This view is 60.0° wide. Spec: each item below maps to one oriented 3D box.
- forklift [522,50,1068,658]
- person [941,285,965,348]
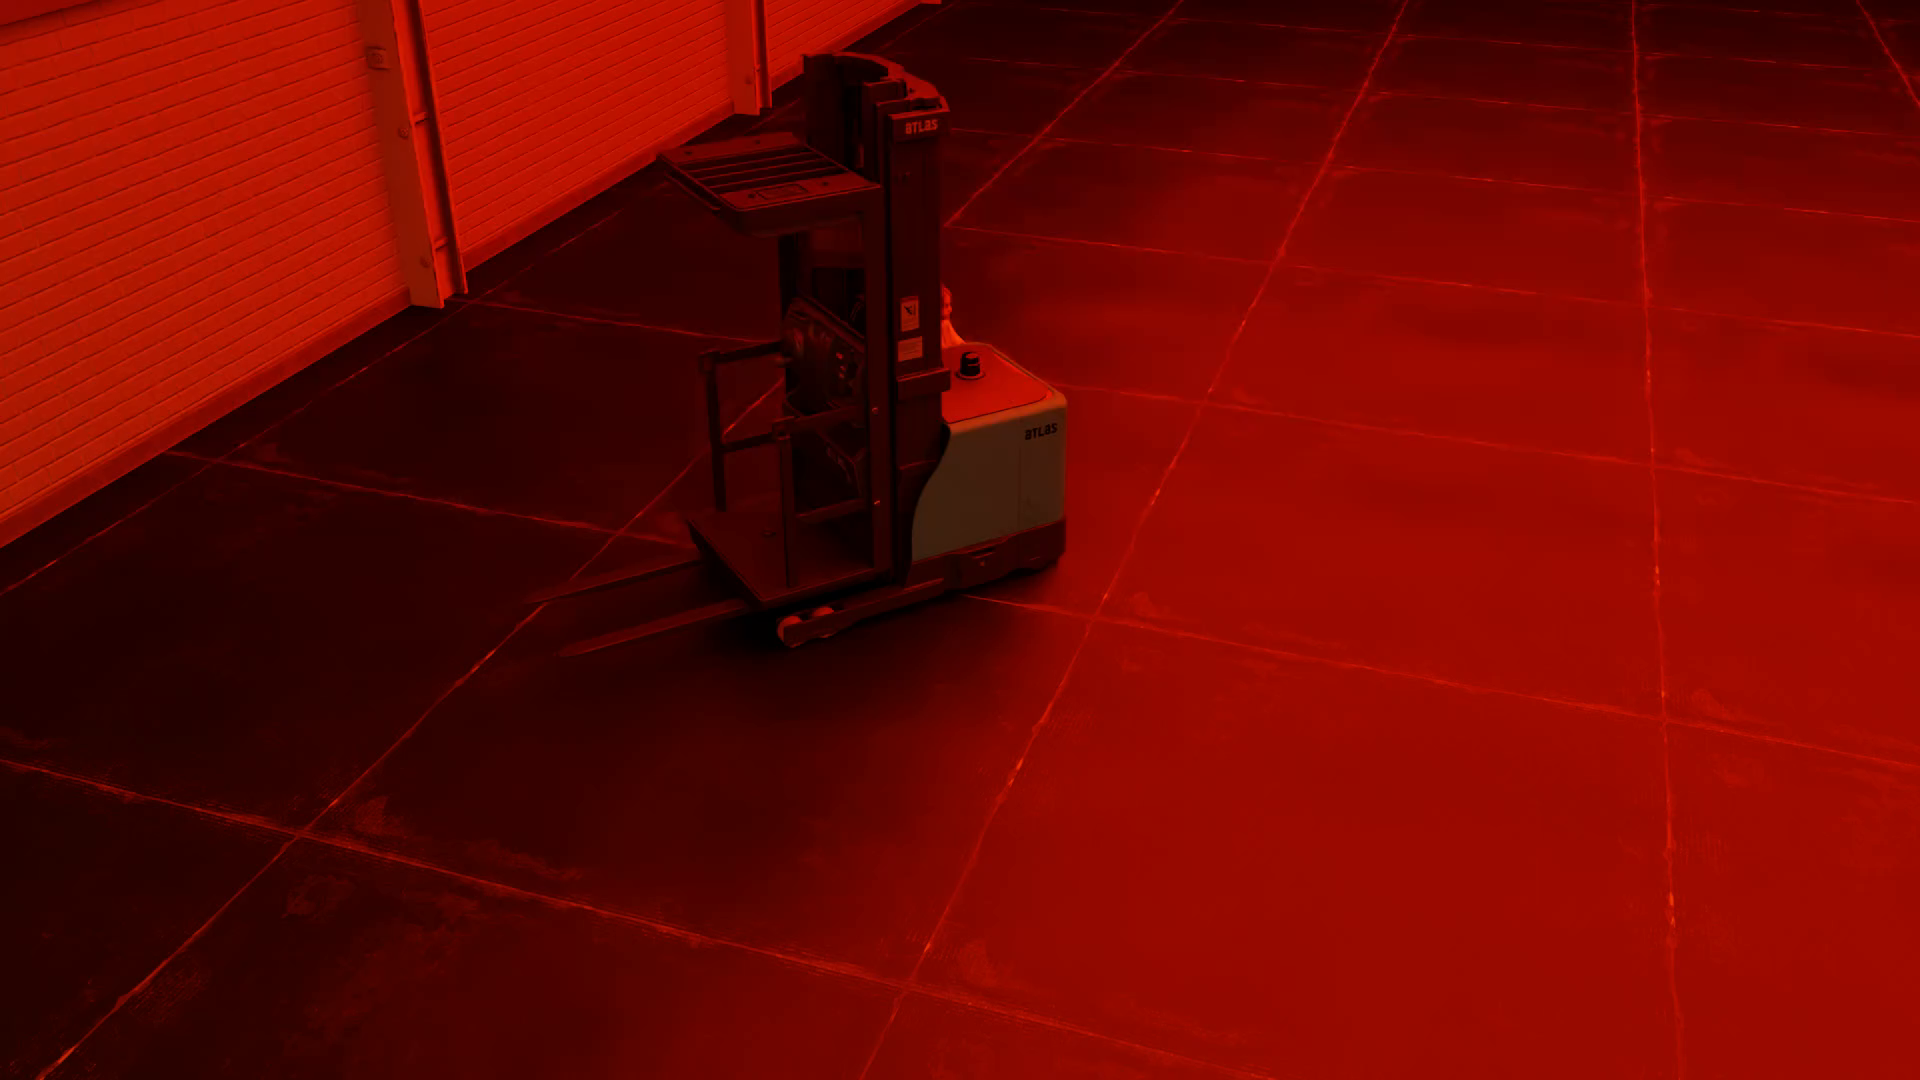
[{"bbox_3d":[-0.912,-0.988,8.870,3.031,2.935,1.130,-16,33,-26],"label":"forklift"},{"bbox_3d":[0.010,-0.901,10.338,0.760,1.394,0.679,11,32,19],"label":"person"}]
